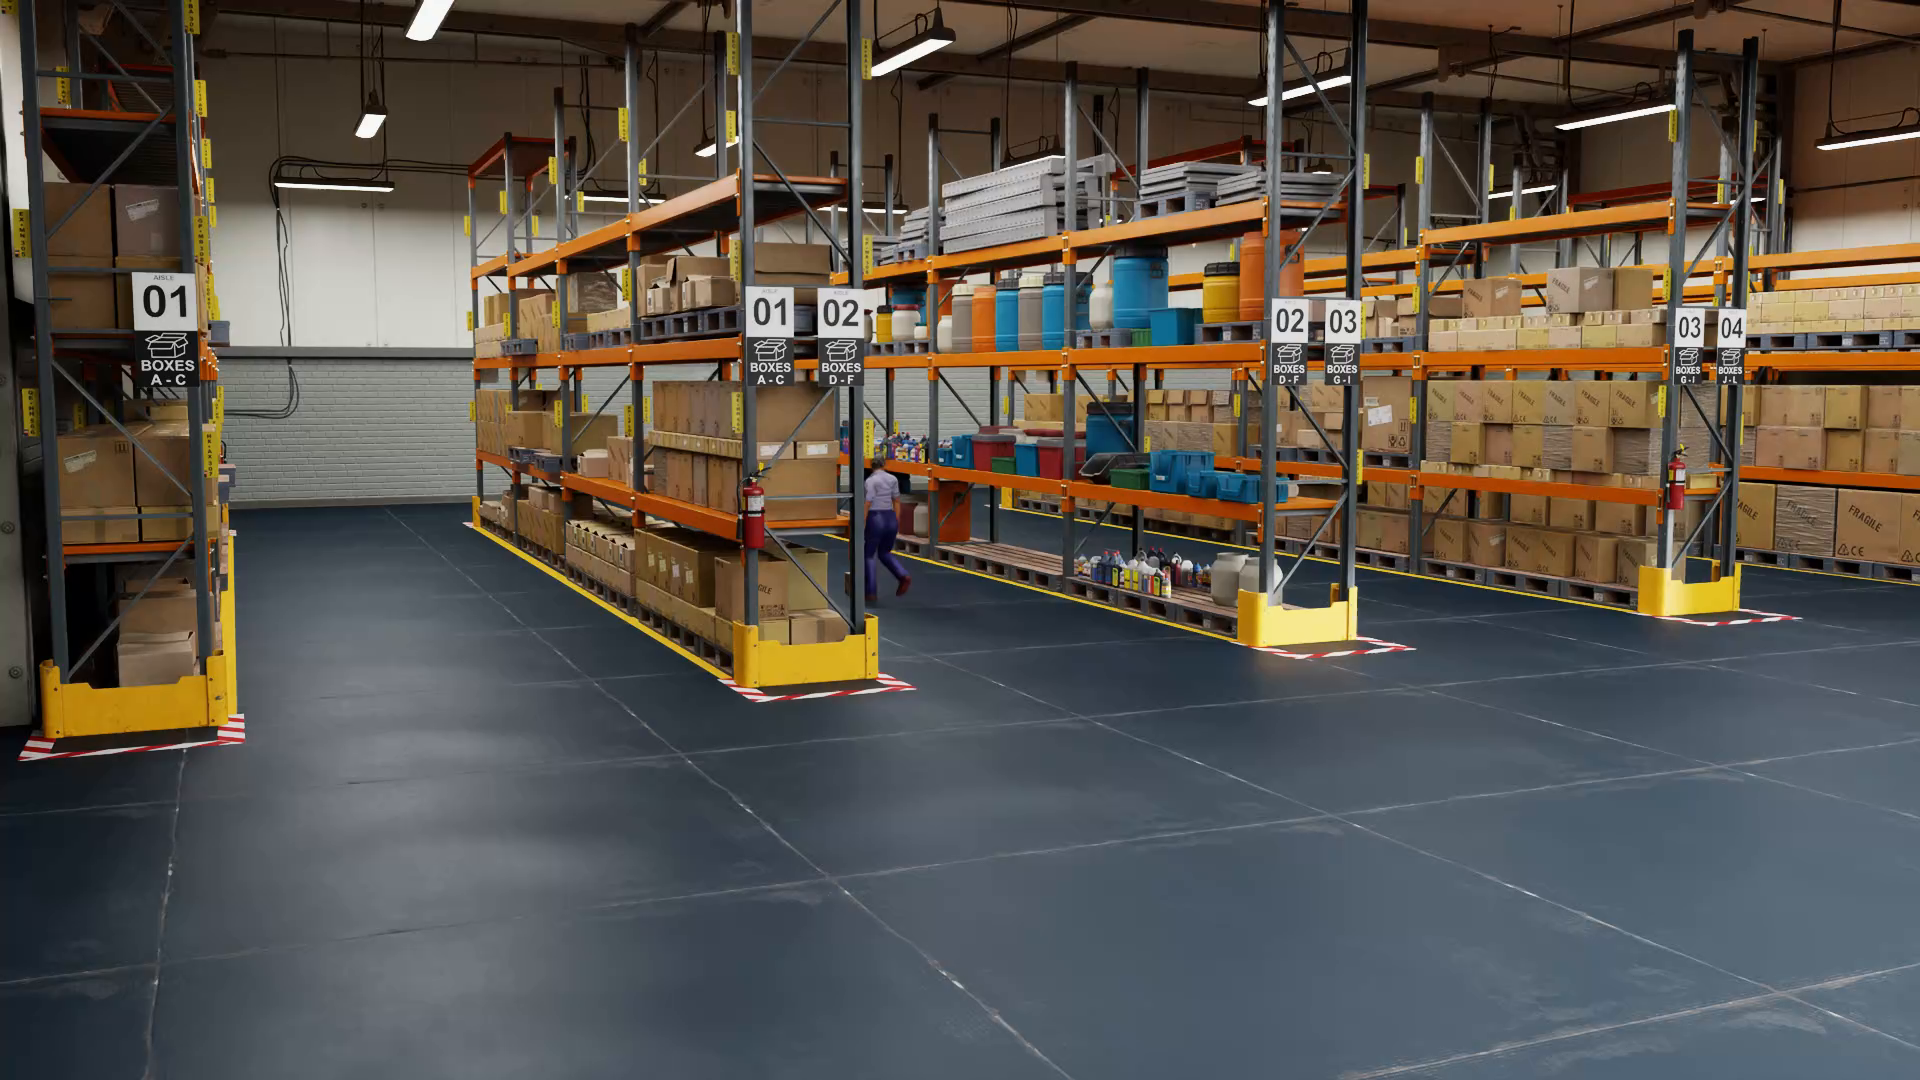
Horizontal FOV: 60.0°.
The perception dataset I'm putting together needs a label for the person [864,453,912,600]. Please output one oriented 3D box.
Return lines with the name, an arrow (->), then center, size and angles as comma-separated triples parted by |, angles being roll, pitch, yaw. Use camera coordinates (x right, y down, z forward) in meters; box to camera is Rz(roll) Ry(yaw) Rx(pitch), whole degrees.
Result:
person -> -0.876, -0.145, 18.397 | 0.569, 1.634, 0.524 | 5, 7, 41
